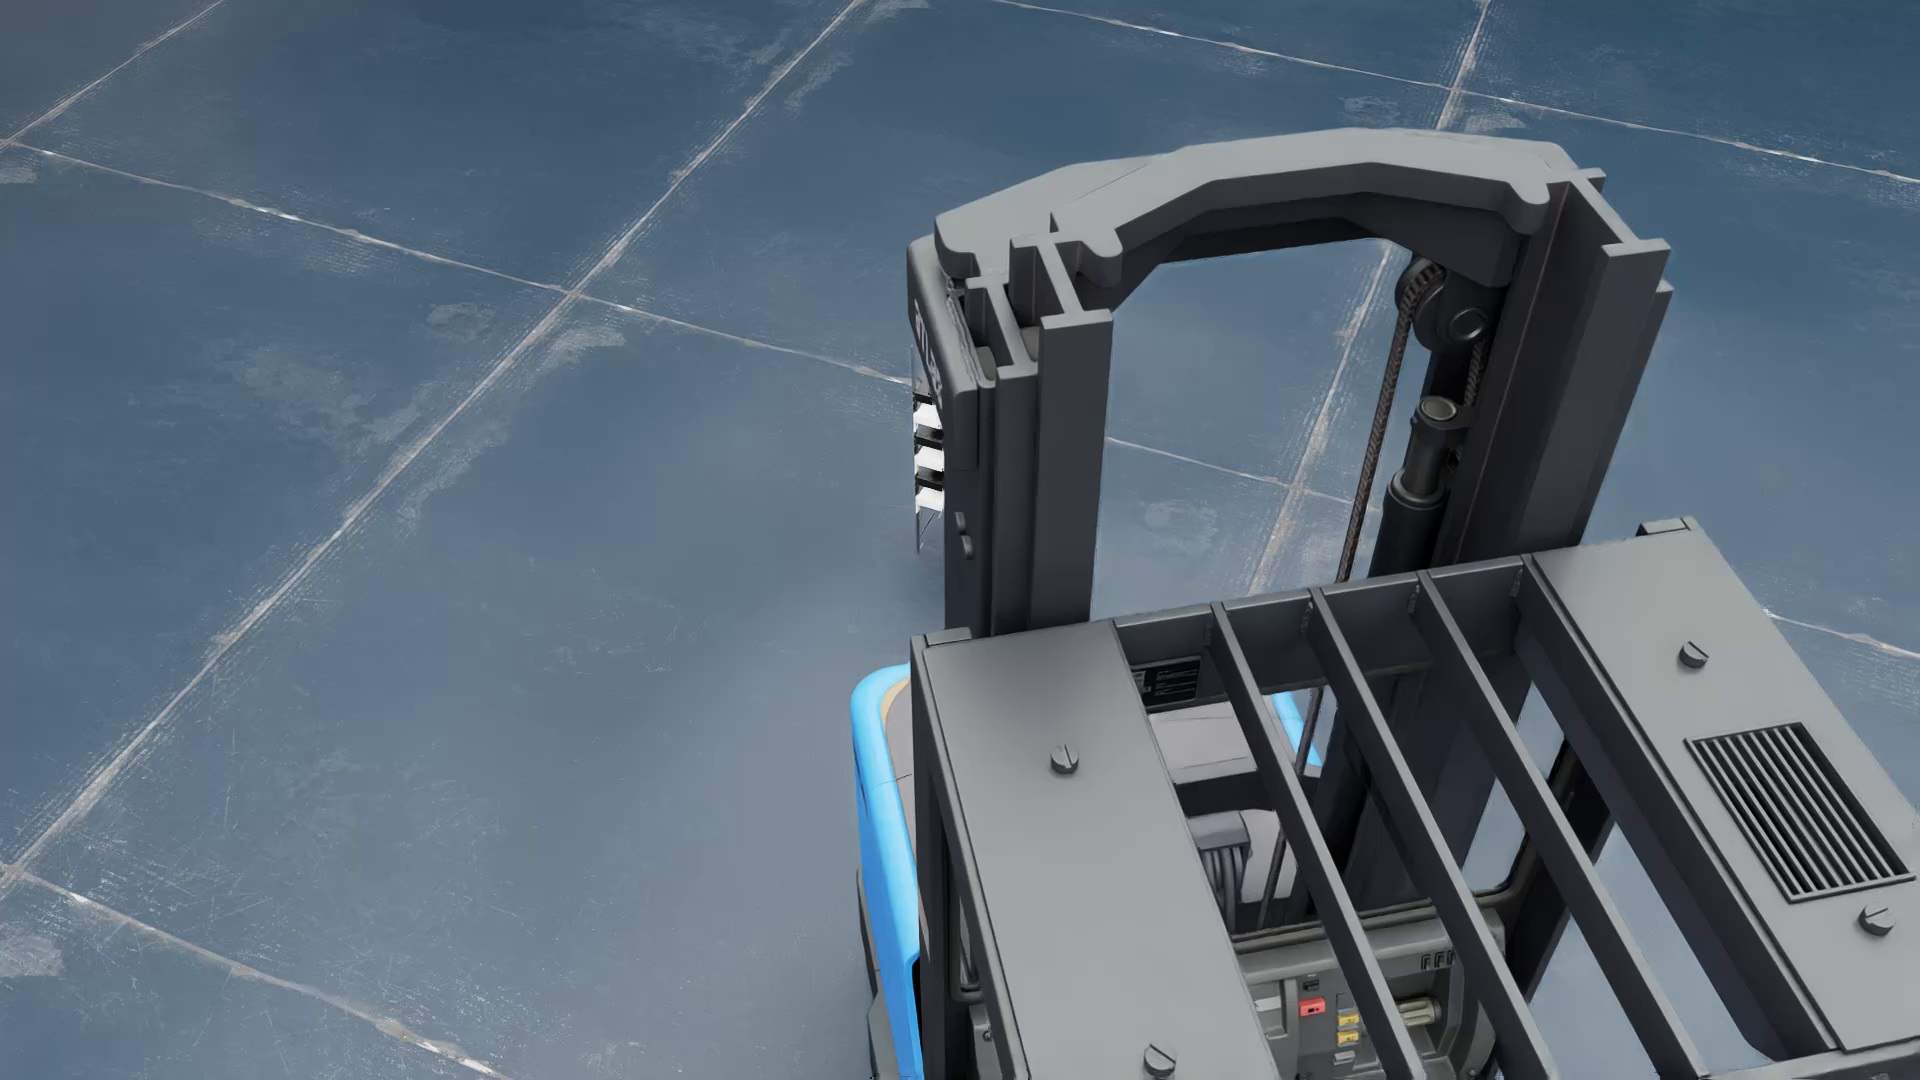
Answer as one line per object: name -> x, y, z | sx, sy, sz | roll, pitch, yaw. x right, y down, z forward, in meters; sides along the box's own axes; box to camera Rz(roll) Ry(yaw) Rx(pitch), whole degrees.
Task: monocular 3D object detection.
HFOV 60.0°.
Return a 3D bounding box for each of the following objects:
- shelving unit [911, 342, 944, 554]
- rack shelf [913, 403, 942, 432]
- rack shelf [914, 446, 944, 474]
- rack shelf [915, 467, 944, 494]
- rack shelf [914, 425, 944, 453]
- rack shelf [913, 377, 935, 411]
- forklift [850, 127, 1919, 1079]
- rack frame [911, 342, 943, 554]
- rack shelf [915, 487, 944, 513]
shelving unit -> -0.007, -0.321, 5.435 | 0.210, 0.900, 0.258 | 16, 47, 16
rack shelf -> -0.007, -0.425, 5.331 | 0.200, 0.077, 0.258 | 16, 47, 16
rack shelf -> -0.007, -0.298, 5.458 | 0.200, 0.077, 0.258 | 16, 47, 16
rack shelf -> -0.007, -0.234, 5.522 | 0.200, 0.077, 0.258 | 16, 47, 16
rack shelf -> -0.007, -0.361, 5.395 | 0.200, 0.077, 0.258 | 16, 47, 16
rack shelf -> -0.007, -0.489, 5.268 | 0.200, 0.077, 0.258 | 16, 47, 16
forklift -> 0.528, 0.982, 2.685 | 1.130, 2.935, 3.031 | -8, 45, -8
rack frame -> -0.101, -0.349, 5.463 | 0.006, 0.900, 0.240 | 16, 47, 16
rack shelf -> -0.007, -0.170, 5.585 | 0.200, 0.077, 0.258 | 16, 47, 16
